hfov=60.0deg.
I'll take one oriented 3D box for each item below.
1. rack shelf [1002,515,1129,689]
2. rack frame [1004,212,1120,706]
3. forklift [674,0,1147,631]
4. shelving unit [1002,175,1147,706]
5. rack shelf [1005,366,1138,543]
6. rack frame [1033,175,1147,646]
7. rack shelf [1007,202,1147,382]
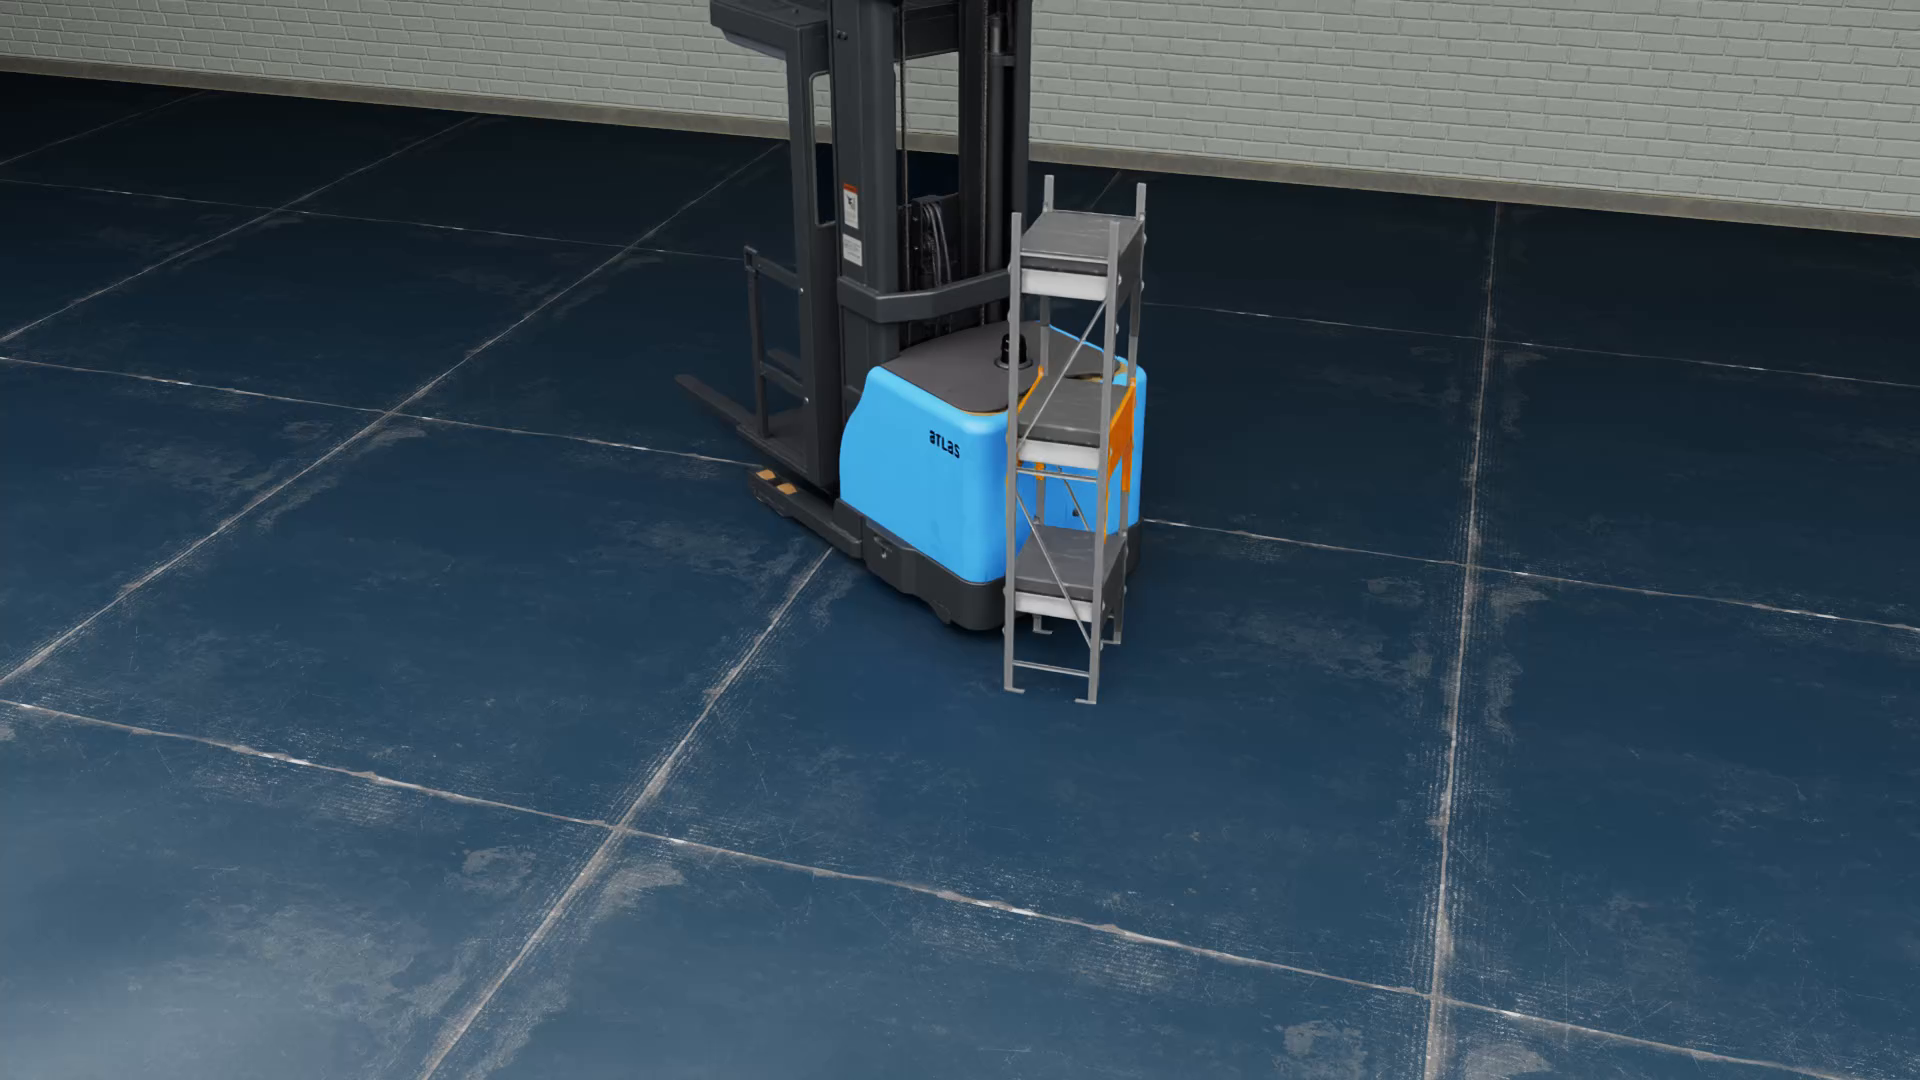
[{"bbox_3d":[0.453,0.259,7.092,0.431,0.518,0.480,8,30,15],"label":"rack shelf"},{"bbox_3d":[0.382,-0.251,6.542,0.400,2.100,0.015,8,30,15],"label":"rack frame"},{"bbox_3d":[-0.443,-1.533,7.991,1.130,2.935,3.031,-21,35,-32],"label":"forklift"},{"bbox_3d":[0.453,-0.365,6.746,0.431,2.100,0.503,8,30,15],"label":"shelving unit"},{"bbox_3d":[0.453,-0.353,6.752,0.431,0.518,0.480,8,30,15],"label":"rack shelf"},{"bbox_3d":[0.524,-0.478,6.950,0.400,2.100,0.015,8,30,15],"label":"rack frame"},{"bbox_3d":[0.453,-0.964,6.412,0.431,0.518,0.480,8,30,15],"label":"rack shelf"}]
